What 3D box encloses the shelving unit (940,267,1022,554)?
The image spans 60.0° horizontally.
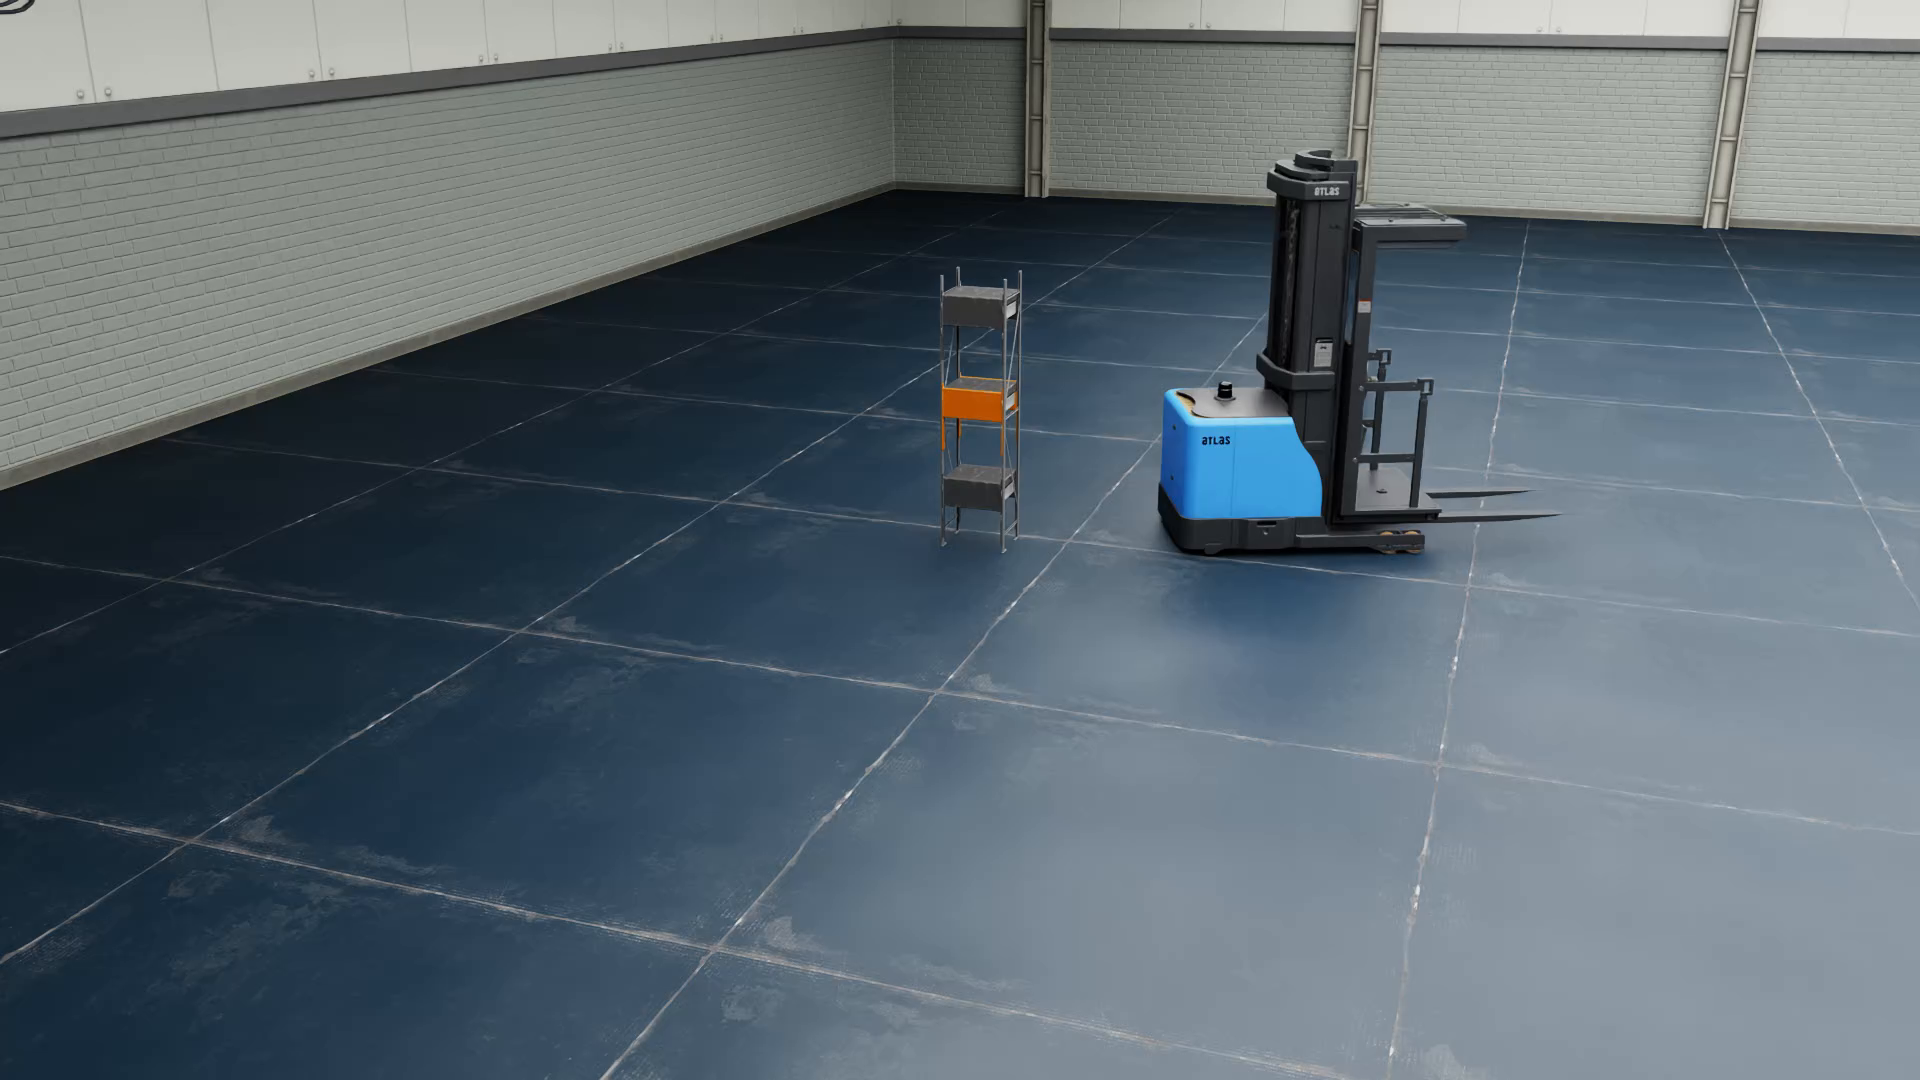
[{"bbox_3d":[0.156,-0.974,12.595,0.503,2.100,0.431,7,20,18],"label":"shelving unit"}]

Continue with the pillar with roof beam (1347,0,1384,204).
[{"bbox_3d":[5.728,-8.865,24.753,0.400,9.000,9.100,7,20,18],"label":"pillar with roof beam"}]

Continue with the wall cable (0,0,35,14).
[{"bbox_3d":[-8.082,-6.343,12.351,0.169,6.003,2.305,7,20,18],"label":"wall cable"}]

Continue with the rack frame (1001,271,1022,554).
[{"bbox_3d":[0.387,-0.947,12.520,0.015,2.100,0.400,7,20,18],"label":"rack frame"}]

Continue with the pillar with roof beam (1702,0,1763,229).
[{"bbox_3d":[11.396,-8.217,22.894,0.400,9.000,9.100,7,20,18],"label":"pillar with roof beam"}]

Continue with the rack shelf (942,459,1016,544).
[{"bbox_3d":[0.156,-0.300,12.830,0.480,0.518,0.431,7,20,18],"label":"rack shelf"}]

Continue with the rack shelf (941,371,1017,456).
[{"bbox_3d":[0.156,-0.961,12.600,0.480,0.518,0.431,7,20,18],"label":"rack shelf"}]

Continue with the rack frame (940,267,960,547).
[{"bbox_3d":[-0.074,-1.000,12.671,0.015,2.100,0.400,7,20,18],"label":"rack frame"}]

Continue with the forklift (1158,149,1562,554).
[{"bbox_3d":[3.141,-1.450,12.699,3.031,2.935,1.130,-1,19,-4],"label":"forklift"}]

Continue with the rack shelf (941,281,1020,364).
[{"bbox_3d":[0.156,-1.622,12.369,0.480,0.518,0.431,7,20,18],"label":"rack shelf"}]

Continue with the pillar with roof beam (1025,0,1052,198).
[{"bbox_3d":[0.061,-9.513,26.612,0.400,9.000,9.100,7,20,18],"label":"pillar with roof beam"}]
